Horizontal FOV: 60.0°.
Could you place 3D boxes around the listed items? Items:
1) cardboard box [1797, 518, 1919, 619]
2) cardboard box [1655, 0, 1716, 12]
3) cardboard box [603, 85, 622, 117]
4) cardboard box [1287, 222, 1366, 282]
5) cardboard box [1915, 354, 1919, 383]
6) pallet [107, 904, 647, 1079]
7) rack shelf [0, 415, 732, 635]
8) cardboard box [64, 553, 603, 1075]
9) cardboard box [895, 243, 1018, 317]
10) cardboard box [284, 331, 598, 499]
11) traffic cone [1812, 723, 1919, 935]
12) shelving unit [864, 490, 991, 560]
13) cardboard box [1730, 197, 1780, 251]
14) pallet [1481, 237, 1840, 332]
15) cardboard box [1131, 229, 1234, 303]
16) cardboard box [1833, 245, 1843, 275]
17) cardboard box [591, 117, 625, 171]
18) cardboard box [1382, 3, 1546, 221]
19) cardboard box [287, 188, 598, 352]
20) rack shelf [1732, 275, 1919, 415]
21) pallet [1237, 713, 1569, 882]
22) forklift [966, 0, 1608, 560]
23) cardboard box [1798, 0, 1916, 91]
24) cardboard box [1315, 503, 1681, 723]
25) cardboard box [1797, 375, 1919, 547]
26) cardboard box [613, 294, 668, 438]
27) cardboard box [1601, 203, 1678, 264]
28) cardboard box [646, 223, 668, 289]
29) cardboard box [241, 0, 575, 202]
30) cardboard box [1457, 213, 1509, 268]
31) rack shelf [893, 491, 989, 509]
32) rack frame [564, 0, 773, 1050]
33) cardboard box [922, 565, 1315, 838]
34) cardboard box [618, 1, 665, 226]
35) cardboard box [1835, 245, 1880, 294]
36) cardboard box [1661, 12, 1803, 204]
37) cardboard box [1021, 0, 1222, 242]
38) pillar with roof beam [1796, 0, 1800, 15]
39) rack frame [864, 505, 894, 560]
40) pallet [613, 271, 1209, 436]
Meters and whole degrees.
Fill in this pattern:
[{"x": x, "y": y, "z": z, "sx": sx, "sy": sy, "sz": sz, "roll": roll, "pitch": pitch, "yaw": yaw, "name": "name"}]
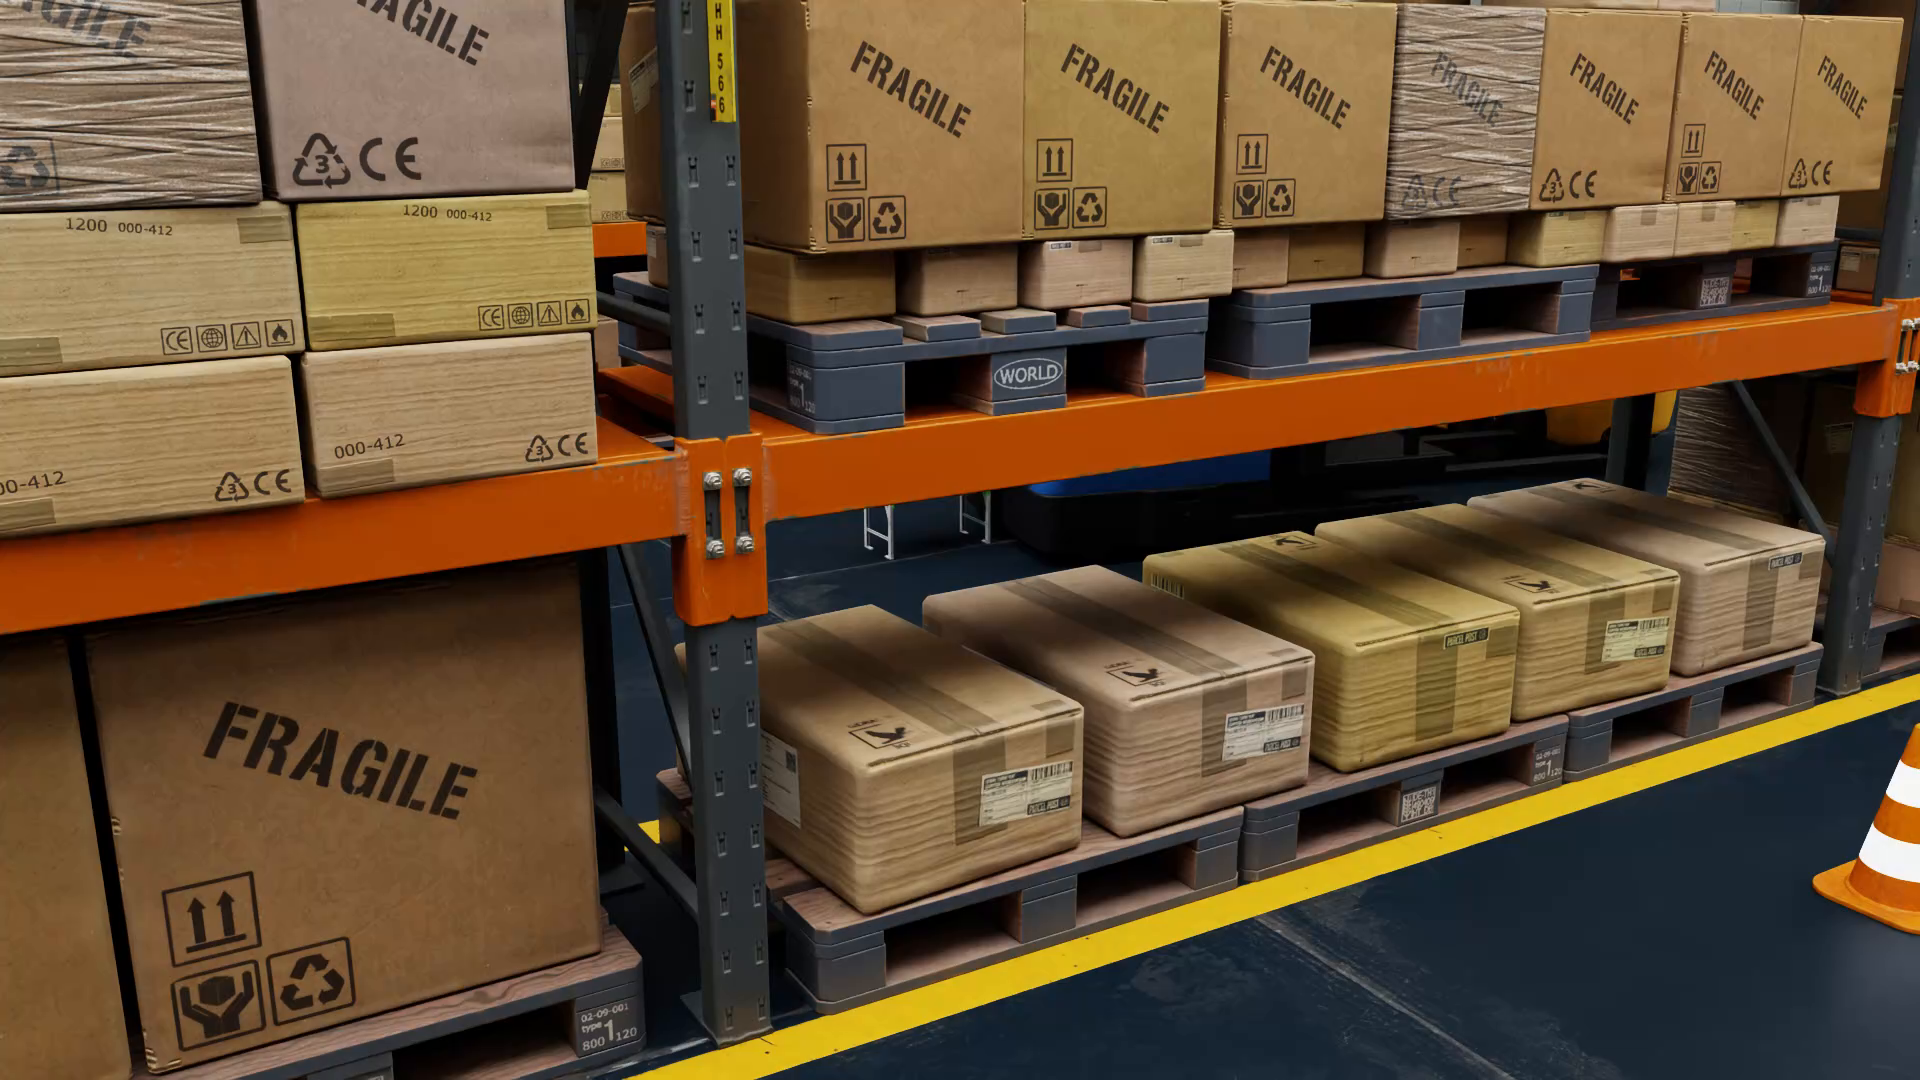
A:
[{"x": 3.358, "y": 0.063, "z": 5.944, "sx": 0.500, "sy": 0.250, "sz": 0.500, "roll": -10, "pitch": 19, "yaw": -32, "name": "cardboard box"}, {"x": 1.849, "y": -1.530, "z": 4.594, "sx": 0.250, "sy": 0.149, "sz": 0.380, "roll": -10, "pitch": 18, "yaw": -31, "name": "cardboard box"}, {"x": -1.750, "y": -2.150, "z": 8.134, "sx": 0.250, "sy": 0.149, "sz": 0.380, "roll": -9, "pitch": 18, "yaw": -29, "name": "cardboard box"}, {"x": 0.811, "y": -0.759, "z": 4.247, "sx": 0.250, "sy": 0.149, "sz": 0.380, "roll": -8, "pitch": 18, "yaw": -28, "name": "cardboard box"}, {"x": 3.496, "y": -0.614, "z": 5.768, "sx": 0.250, "sy": 0.149, "sz": 0.380, "roll": -9, "pitch": 18, "yaw": -29, "name": "cardboard box"}, {"x": -1.431, "y": 0.952, "z": 3.624, "sx": 1.213, "sy": 0.211, "sz": 1.003, "roll": -9, "pitch": 18, "yaw": -30, "name": "pallet"}, {"x": -2.430, "y": 0.141, "z": 2.681, "sx": 4.000, "sy": 0.370, "sz": 1.077, "roll": -9, "pitch": 18, "yaw": -30, "name": "rack shelf"}, {"x": -1.351, "y": 0.414, "z": 3.532, "sx": 0.875, "sy": 0.875, "sz": 0.875, "roll": -9, "pitch": 18, "yaw": -30, "name": "cardboard box"}, {"x": -0.082, "y": -0.598, "z": 3.674, "sx": 0.250, "sy": 0.149, "sz": 0.380, "roll": -11, "pitch": 19, "yaw": -33, "name": "cardboard box"}, {"x": -1.016, "y": -0.281, "z": 3.131, "sx": 0.500, "sy": 0.250, "sz": 0.500, "roll": -10, "pitch": 18, "yaw": -32, "name": "cardboard box"}, {"x": 2.371, "y": 0.679, "z": 4.132, "sx": 0.334, "sy": 0.463, "sz": 0.336, "roll": -9, "pitch": 18, "yaw": -30, "name": "traffic cone"}, {"x": -0.142, "y": -0.555, "z": 7.166, "sx": 0.503, "sy": 1.200, "sz": 0.258, "roll": -9, "pitch": 18, "yaw": -30, "name": "shelving unit"}, {"x": 2.179, "y": -0.952, "z": 4.938, "sx": 0.250, "sy": 0.149, "sz": 0.380, "roll": -10, "pitch": 18, "yaw": -31, "name": "cardboard box"}, {"x": 1.983, "y": -0.874, "z": 5.327, "sx": 1.213, "sy": 0.211, "sz": 1.003, "roll": -9, "pitch": 18, "yaw": -30, "name": "pallet"}, {"x": 0.423, "y": -0.659, "z": 3.891, "sx": 0.250, "sy": 0.149, "sz": 0.380, "roll": -9, "pitch": 18, "yaw": -29, "name": "cardboard box"}, {"x": 3.042, "y": -1.070, "z": 6.134, "sx": 0.250, "sy": 0.149, "sz": 0.380, "roll": -9, "pitch": 18, "yaw": -28, "name": "cardboard box"}, {"x": -1.882, "y": -1.943, "z": 8.134, "sx": 0.500, "sy": 0.250, "sz": 0.500, "roll": -10, "pitch": 18, "yaw": -31, "name": "cardboard box"}, {"x": 1.116, "y": -1.103, "z": 4.273, "sx": 0.500, "sy": 0.500, "sz": 0.500, "roll": -10, "pitch": 19, "yaw": -32, "name": "cardboard box"}, {"x": -1.000, "y": -0.526, "z": 3.079, "sx": 0.500, "sy": 0.250, "sz": 0.500, "roll": -9, "pitch": 18, "yaw": -30, "name": "cardboard box"}, {"x": 4.427, "y": -0.971, "z": 6.649, "sx": 4.000, "sy": 0.370, "sz": 1.077, "roll": -9, "pitch": 18, "yaw": -30, "name": "rack shelf"}, {"x": 0.999, "y": 0.583, "z": 4.940, "sx": 1.213, "sy": 0.211, "sz": 1.003, "roll": -9, "pitch": 18, "yaw": -30, "name": "pallet"}, {"x": 1.603, "y": -1.547, "z": 7.499, "sx": 3.031, "sy": 2.935, "sz": 1.130, "roll": -5, "pitch": 17, "yaw": -18, "name": "forklift"}, {"x": 3.202, "y": -1.723, "z": 5.410, "sx": 0.500, "sy": 0.500, "sz": 0.700, "roll": -9, "pitch": 18, "yaw": -30, "name": "cardboard box"}, {"x": 1.650, "y": 0.198, "z": 5.236, "sx": 0.625, "sy": 0.372, "sz": 0.950, "roll": -8, "pitch": 18, "yaw": -26, "name": "cardboard box"}, {"x": 3.358, "y": -0.298, "z": 5.843, "sx": 0.500, "sy": 0.500, "sz": 0.500, "roll": -8, "pitch": 18, "yaw": -27, "name": "cardboard box"}, {"x": -1.601, "y": -0.960, "z": 8.898, "sx": 0.625, "sy": 0.625, "sz": 0.875, "roll": -10, "pitch": 19, "yaw": -32, "name": "cardboard box"}, {"x": 1.760, "y": -0.872, "z": 4.651, "sx": 0.250, "sy": 0.149, "sz": 0.380, "roll": -9, "pitch": 18, "yaw": -29, "name": "cardboard box"}, {"x": -0.556, "y": -0.664, "z": 3.910, "sx": 0.250, "sy": 0.149, "sz": 0.380, "roll": -8, "pitch": 18, "yaw": -28, "name": "cardboard box"}, {"x": -1.024, "y": -0.880, "z": 2.955, "sx": 0.500, "sy": 0.500, "sz": 0.500, "roll": -10, "pitch": 18, "yaw": -31, "name": "cardboard box"}, {"x": 1.253, "y": -0.834, "z": 4.514, "sx": 0.250, "sy": 0.149, "sz": 0.380, "roll": -10, "pitch": 18, "yaw": -32, "name": "cardboard box"}, {"x": -0.142, "y": -0.262, "z": 7.248, "sx": 0.480, "sy": 0.148, "sz": 0.258, "roll": -9, "pitch": 18, "yaw": -30, "name": "rack shelf"}, {"x": -0.716, "y": -0.483, "z": 3.576, "sx": 0.127, "sy": 3.000, "sz": 1.000, "roll": -9, "pitch": 18, "yaw": -30, "name": "rack frame"}, {"x": 0.402, "y": 0.399, "z": 4.519, "sx": 0.625, "sy": 0.372, "sz": 0.950, "roll": -10, "pitch": 18, "yaw": -31, "name": "cardboard box"}, {"x": -0.469, "y": -1.004, "z": 3.921, "sx": 0.500, "sy": 0.500, "sz": 0.500, "roll": -10, "pitch": 18, "yaw": -31, "name": "cardboard box"}, {"x": 3.148, "y": -0.888, "z": 5.485, "sx": 0.250, "sy": 0.149, "sz": 0.380, "roll": -9, "pitch": 18, "yaw": -30, "name": "cardboard box"}, {"x": 2.011, "y": -1.246, "z": 4.784, "sx": 0.500, "sy": 0.500, "sz": 0.500, "roll": -9, "pitch": 18, "yaw": -29, "name": "cardboard box"}, {"x": 0.232, "y": -0.960, "z": 3.762, "sx": 0.500, "sy": 0.500, "sz": 0.500, "roll": -8, "pitch": 18, "yaw": -27, "name": "cardboard box"}, {"x": 9.881, "y": -5.582, "z": 10.649, "sx": 0.400, "sy": 9.000, "sz": 9.100, "roll": -9, "pitch": 18, "yaw": -30, "name": "pillar with roof beam"}, {"x": -0.351, "y": -0.521, "z": 7.045, "sx": 0.015, "sy": 1.200, "sz": 0.240, "roll": -9, "pitch": 18, "yaw": -30, "name": "rack frame"}, {"x": -0.160, "y": -0.515, "z": 4.043, "sx": 1.003, "sy": 0.211, "sz": 1.213, "roll": -9, "pitch": 18, "yaw": -30, "name": "pallet"}]
